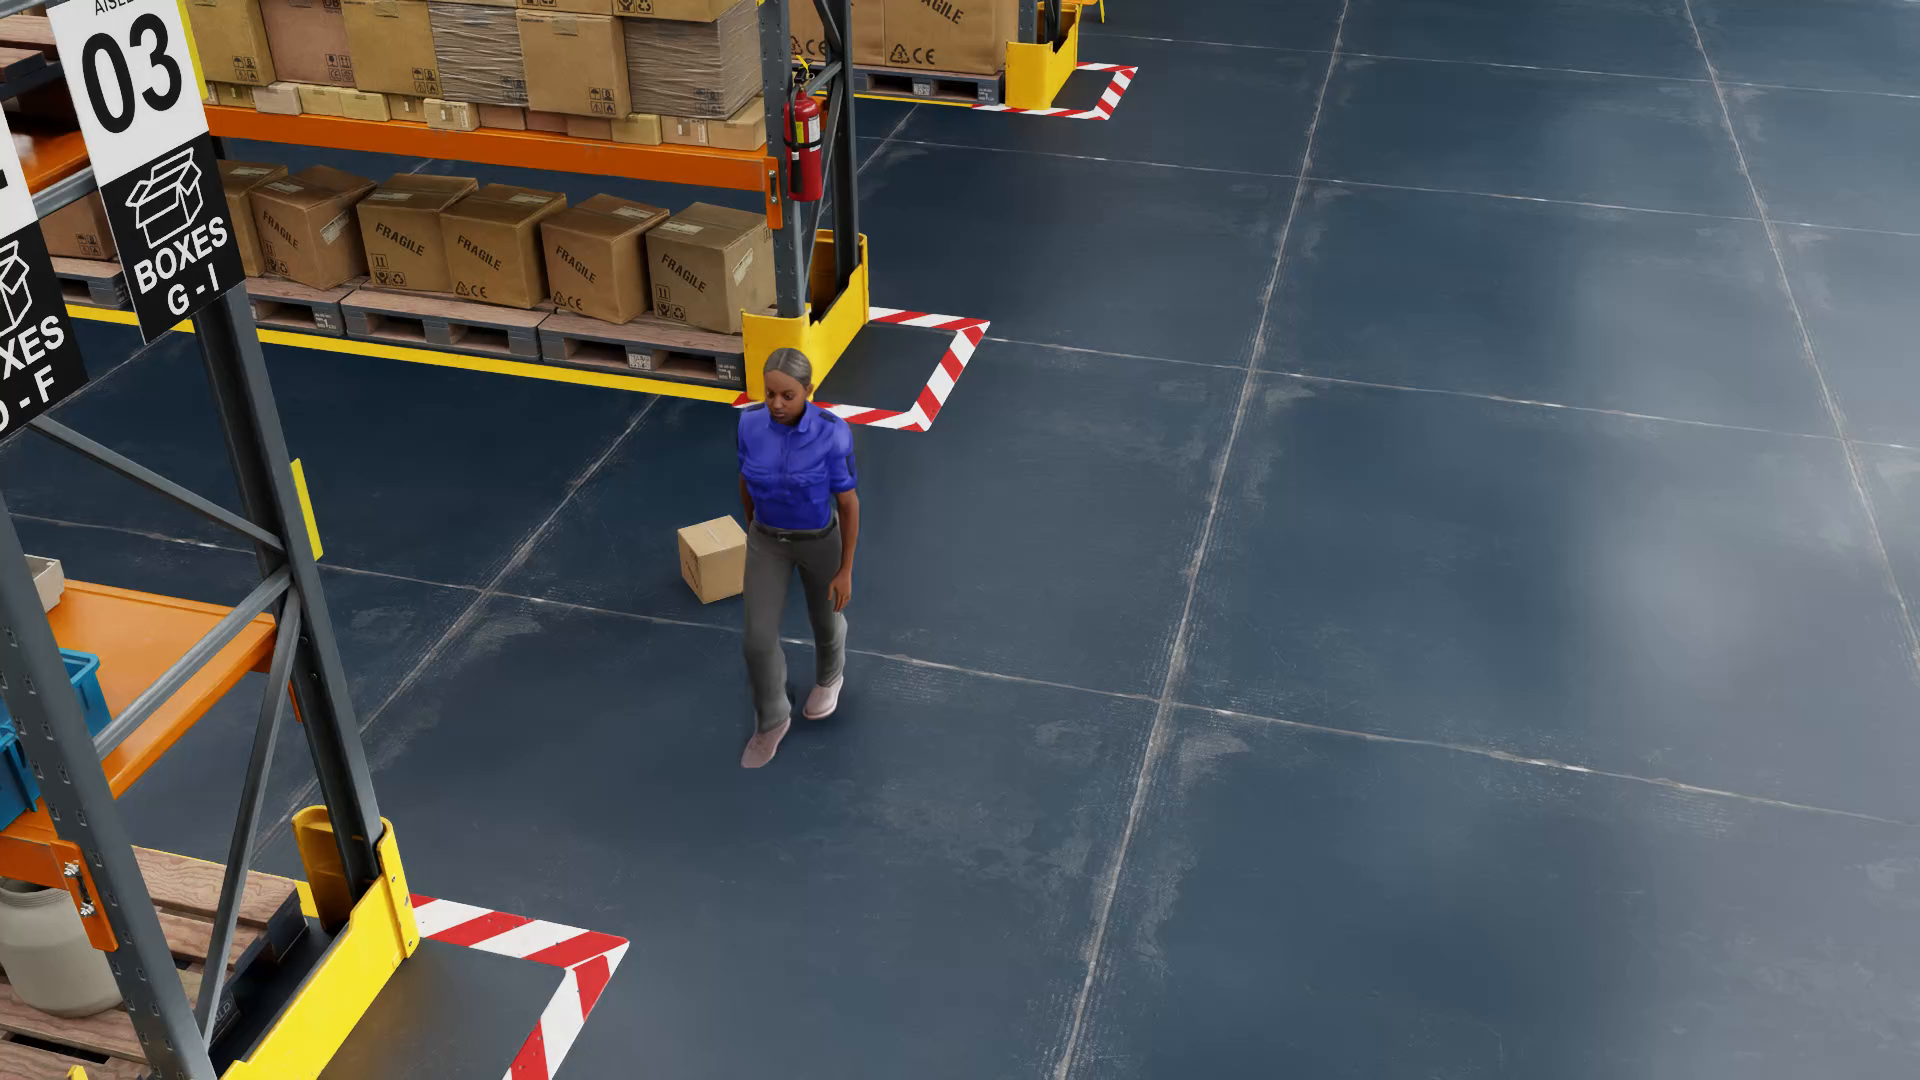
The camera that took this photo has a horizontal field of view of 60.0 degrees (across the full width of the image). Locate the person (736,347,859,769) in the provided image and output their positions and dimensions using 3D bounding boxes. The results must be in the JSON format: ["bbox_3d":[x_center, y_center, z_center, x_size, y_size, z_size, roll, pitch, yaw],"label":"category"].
[{"bbox_3d":[-0.580,0.061,6.082,0.469,1.723,0.571,4,33,7],"label":"person"}]
